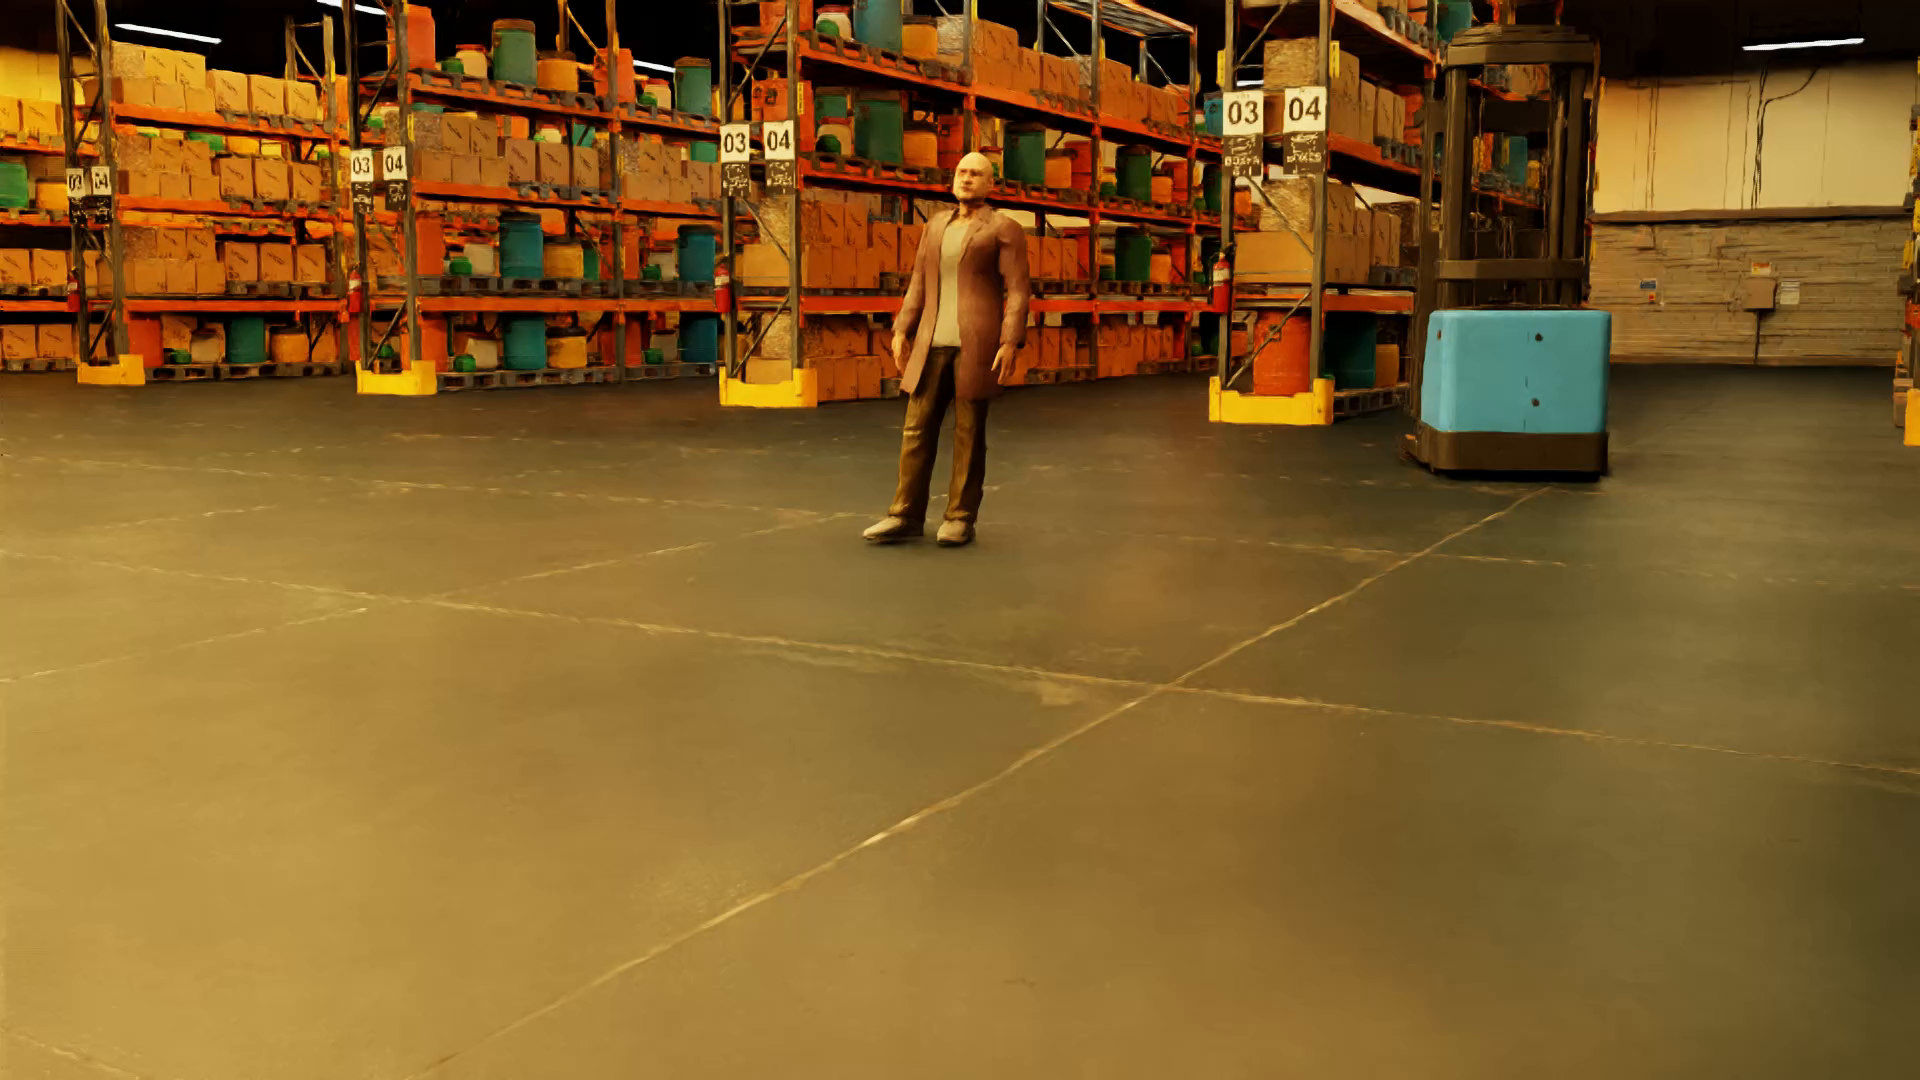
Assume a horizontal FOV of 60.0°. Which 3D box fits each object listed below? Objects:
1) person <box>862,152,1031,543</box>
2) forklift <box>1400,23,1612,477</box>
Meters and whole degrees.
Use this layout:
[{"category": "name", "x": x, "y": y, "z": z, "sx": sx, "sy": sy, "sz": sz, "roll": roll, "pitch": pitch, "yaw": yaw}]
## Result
[{"category": "person", "x": -0.048, "y": -0.877, "z": 7.615, "sx": 0.694, "sy": 1.776, "sz": 0.580, "roll": 4, "pitch": 9, "yaw": 29}, {"category": "forklift", "x": 3.780, "y": -2.025, "z": 11.765, "sx": 1.130, "sy": 2.935, "sz": 3.031, "roll": 1, "pitch": 8, "yaw": 9}]
